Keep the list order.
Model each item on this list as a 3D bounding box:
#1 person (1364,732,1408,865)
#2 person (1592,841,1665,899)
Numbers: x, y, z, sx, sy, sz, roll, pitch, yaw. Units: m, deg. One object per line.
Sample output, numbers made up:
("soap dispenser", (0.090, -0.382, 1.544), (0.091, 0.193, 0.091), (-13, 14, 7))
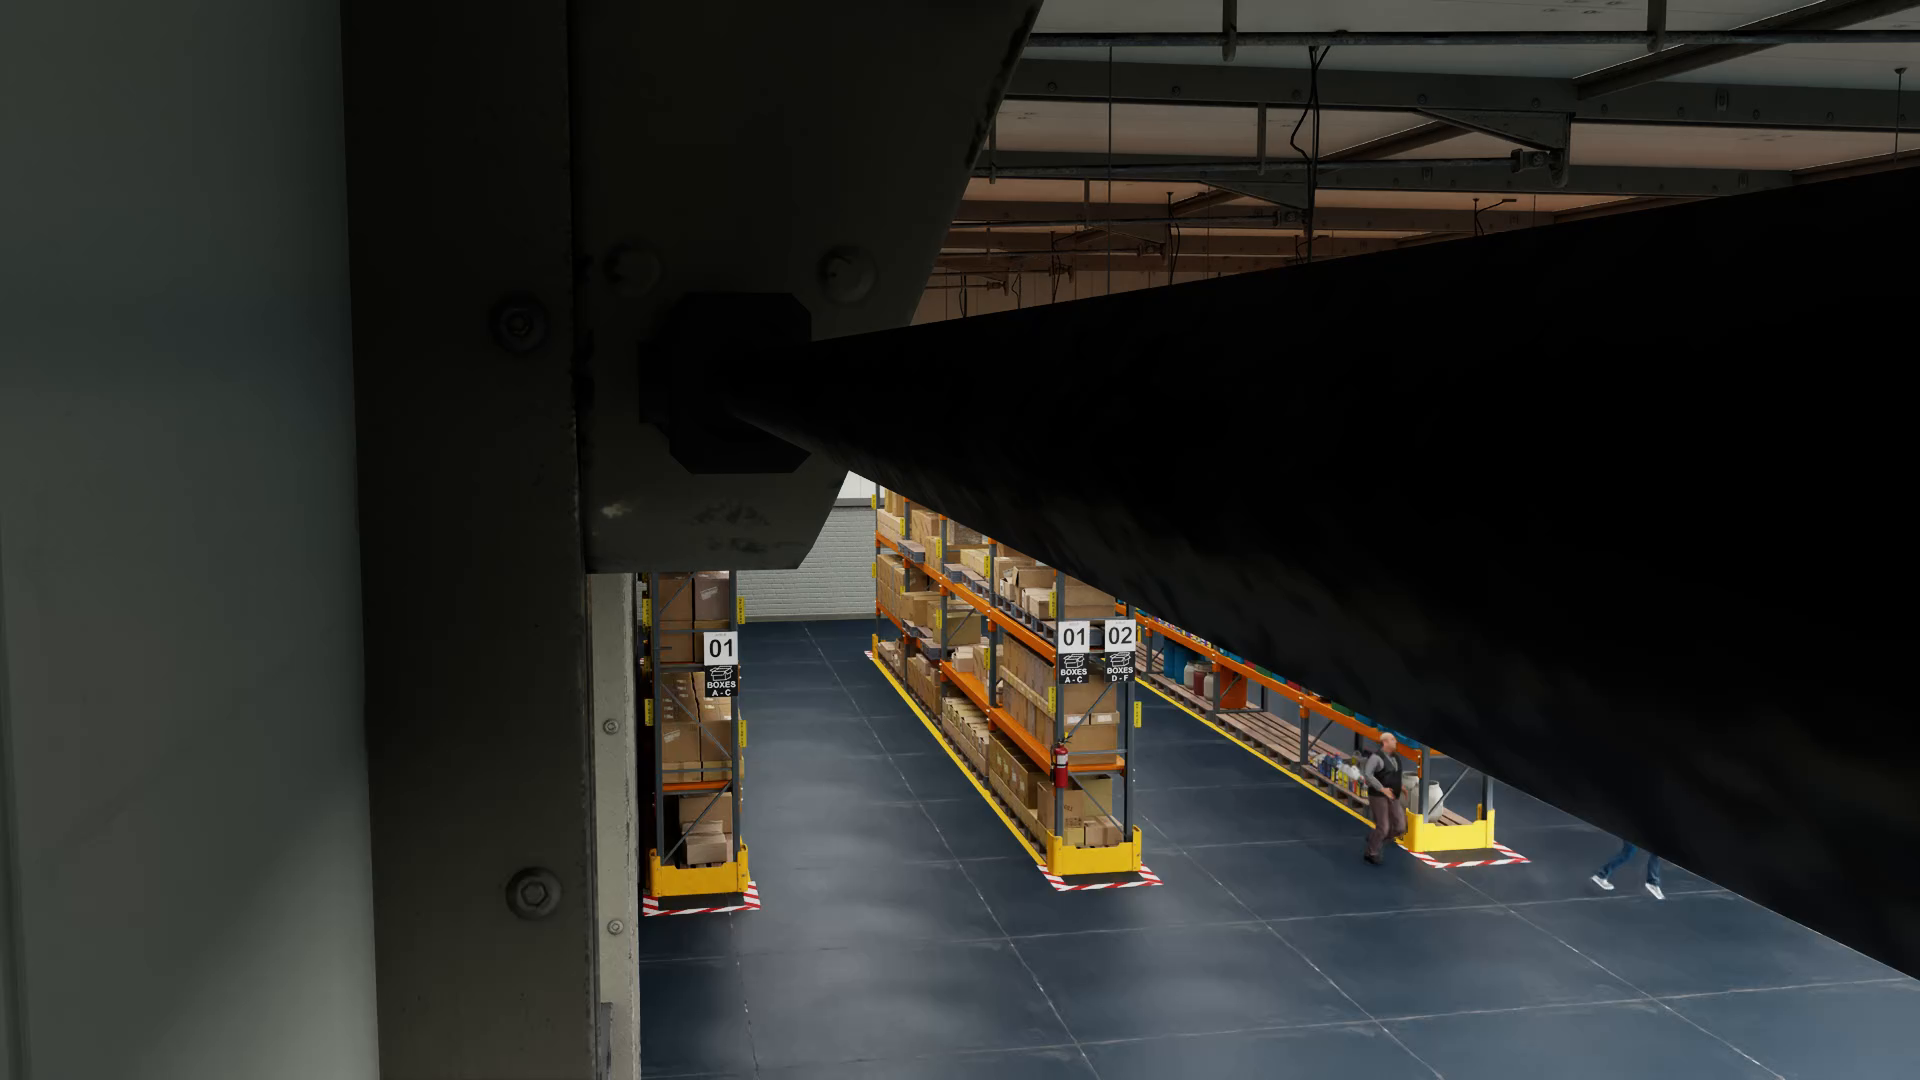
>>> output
("person", (5.508, 3.314, 21.336), (0.728, 1.675, 0.495), (-4, 7, -36))
("person", (8.117, 3.550, 20.013), (0.913, 1.542, 0.579), (2, 6, 16))
